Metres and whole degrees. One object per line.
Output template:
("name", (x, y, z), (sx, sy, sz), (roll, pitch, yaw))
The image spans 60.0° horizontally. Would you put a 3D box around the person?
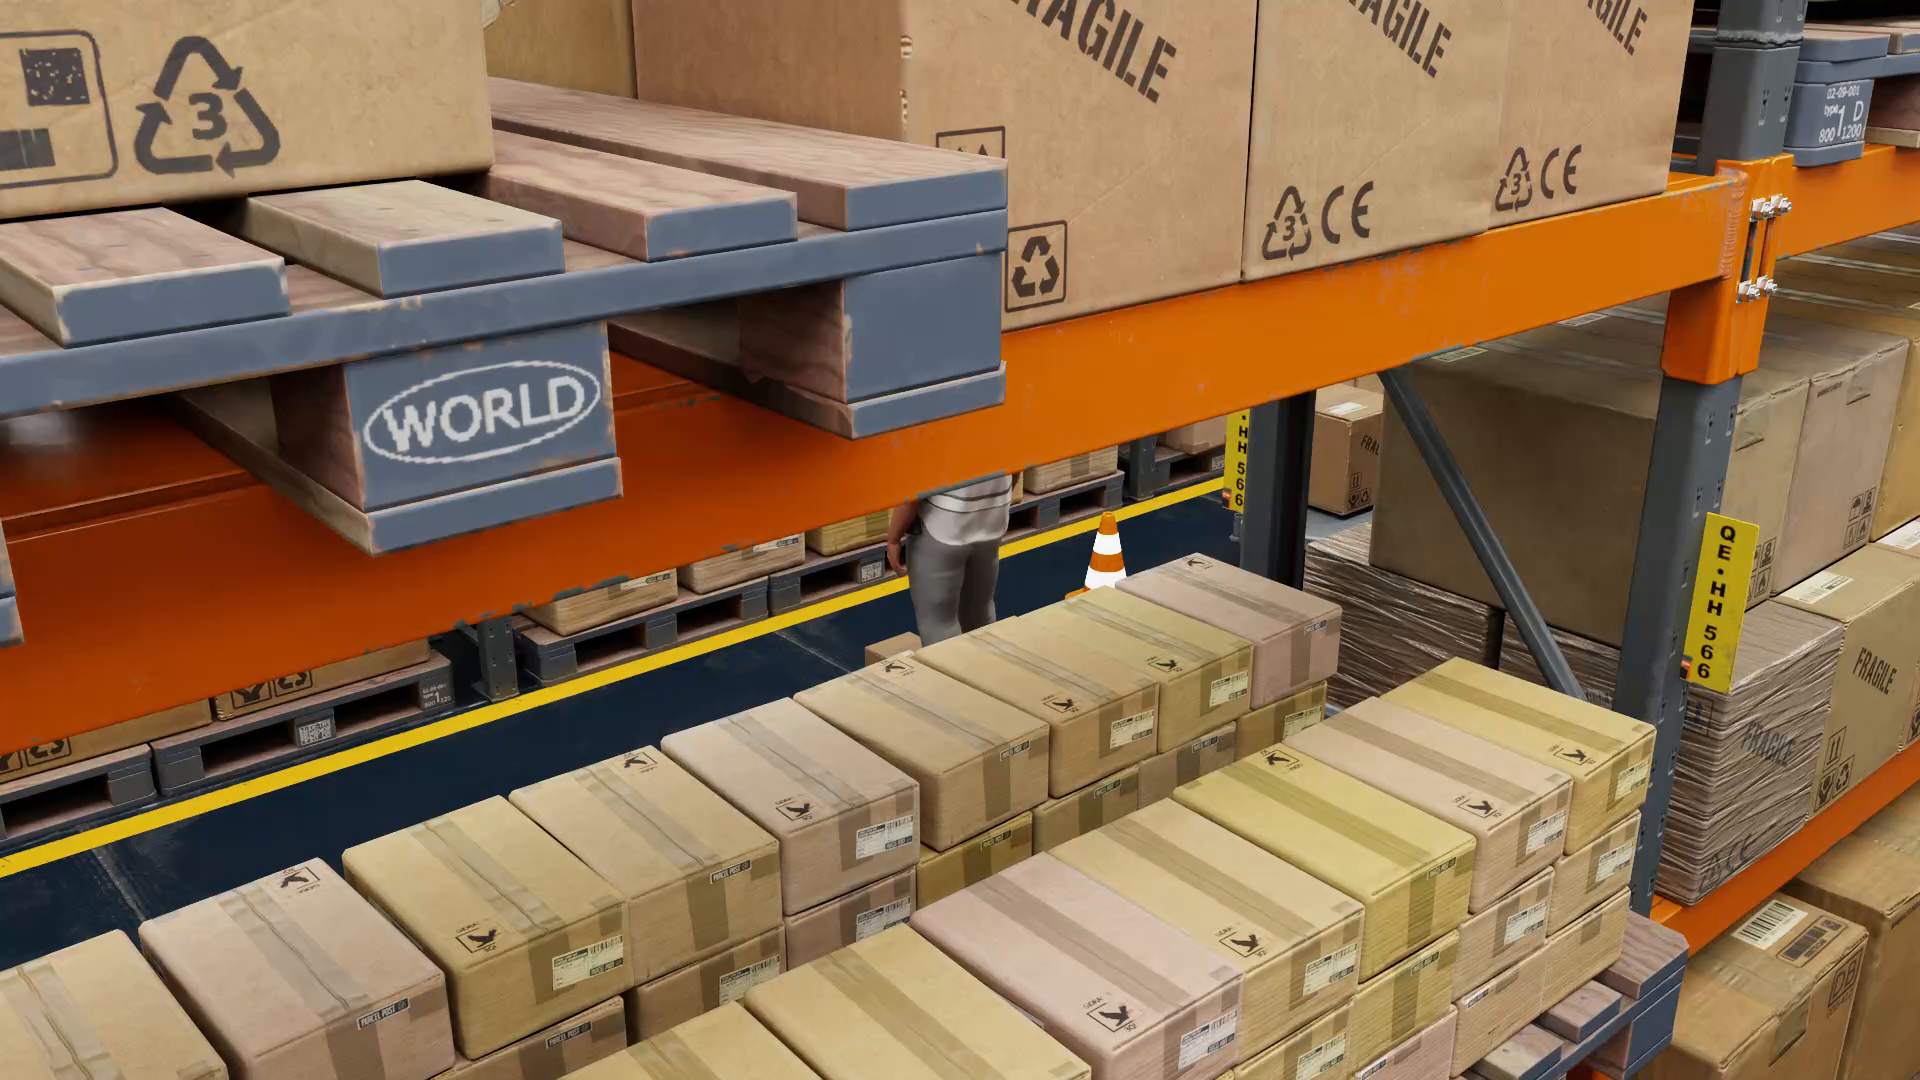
("person", (-0.070, -0.093, 6.748), (0.640, 1.781, 0.575), (-17, 27, -37))
